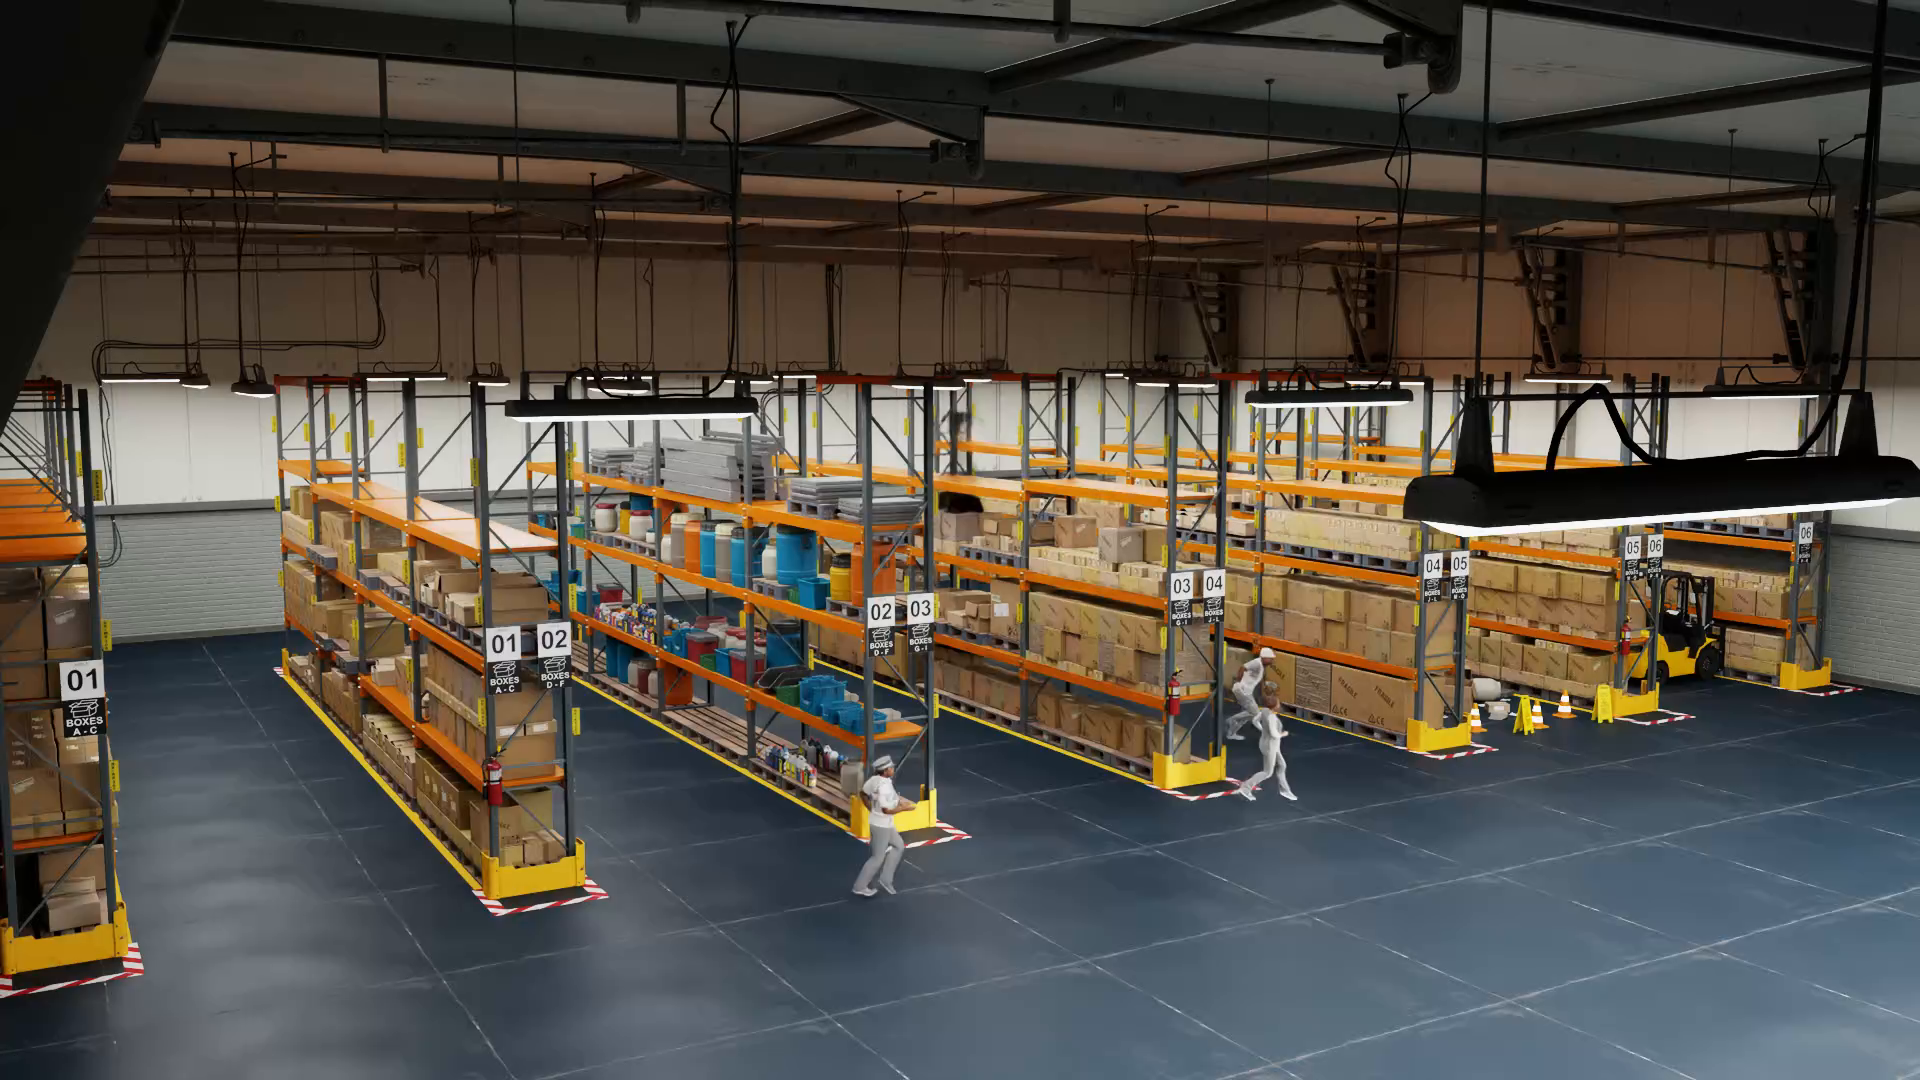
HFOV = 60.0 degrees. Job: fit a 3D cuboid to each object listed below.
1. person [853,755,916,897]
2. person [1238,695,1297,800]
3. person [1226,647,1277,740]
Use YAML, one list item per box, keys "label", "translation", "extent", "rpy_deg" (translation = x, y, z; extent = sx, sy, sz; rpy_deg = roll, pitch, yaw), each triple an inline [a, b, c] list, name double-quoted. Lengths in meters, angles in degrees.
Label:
- label: "person"
  translation: [-0.896, 3.377, 19.534]
  extent: [0.754, 1.733, 0.518]
  rpy_deg: [-1, 6, -7]
- label: "person"
  translation: [4.396, 2.968, 23.562]
  extent: [0.888, 1.589, 0.552]
  rpy_deg: [0, 6, 1]
- label: "person"
  translation: [4.797, 2.548, 27.408]
  extent: [0.819, 1.591, 0.716]
  rpy_deg: [3, 7, 23]
